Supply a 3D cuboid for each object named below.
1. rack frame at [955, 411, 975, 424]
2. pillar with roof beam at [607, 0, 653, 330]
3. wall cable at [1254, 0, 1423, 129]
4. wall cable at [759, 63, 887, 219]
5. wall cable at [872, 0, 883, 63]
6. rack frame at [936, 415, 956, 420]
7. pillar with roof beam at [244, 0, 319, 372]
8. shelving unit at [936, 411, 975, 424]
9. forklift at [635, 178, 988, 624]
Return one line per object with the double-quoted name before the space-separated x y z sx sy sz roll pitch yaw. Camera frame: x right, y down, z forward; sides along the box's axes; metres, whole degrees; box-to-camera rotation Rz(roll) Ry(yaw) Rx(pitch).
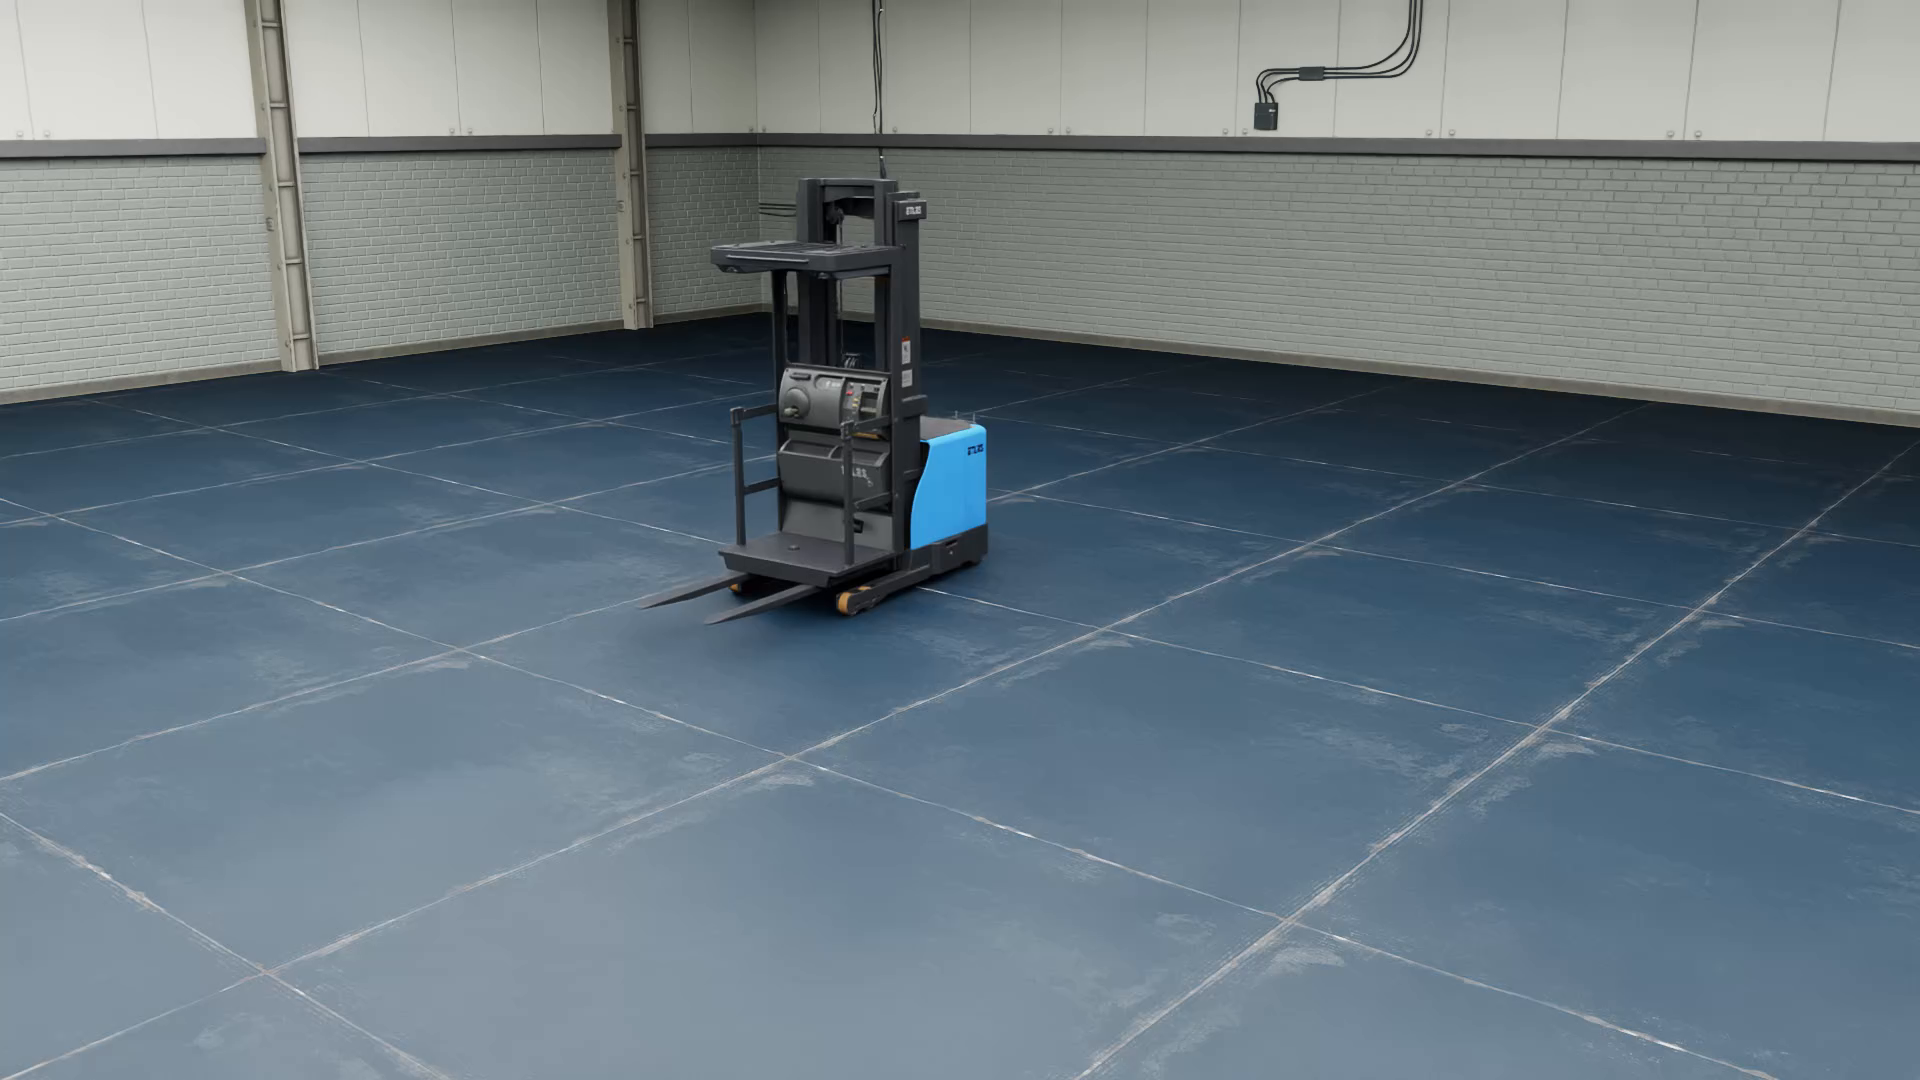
"rack frame" 0.043 -0.522 13.545 0.200 1.050 0.008 11 18 38
"pillar with roof beam" -1.946 -7.188 23.640 9.100 9.000 0.400 11 18 38
"wall cable" 4.959 -8.389 21.464 2.305 6.003 0.169 11 18 38
"wall cable" -2.415 -6.708 28.060 3.097 2.526 0.112 11 18 38
"wall cable" -0.311 -8.737 25.790 3.097 2.526 0.112 11 18 38
"rack frame" -0.110 -0.475 13.361 0.200 1.050 0.008 11 18 38
"pillar with roof beam" -5.717 -6.039 19.117 9.100 9.000 0.400 11 18 38
"shelving unit" -0.034 -0.499 13.453 0.215 1.050 0.252 11 18 38
"forklift" -1.025 -1.025 11.705 1.130 2.935 3.031 9 17 33
